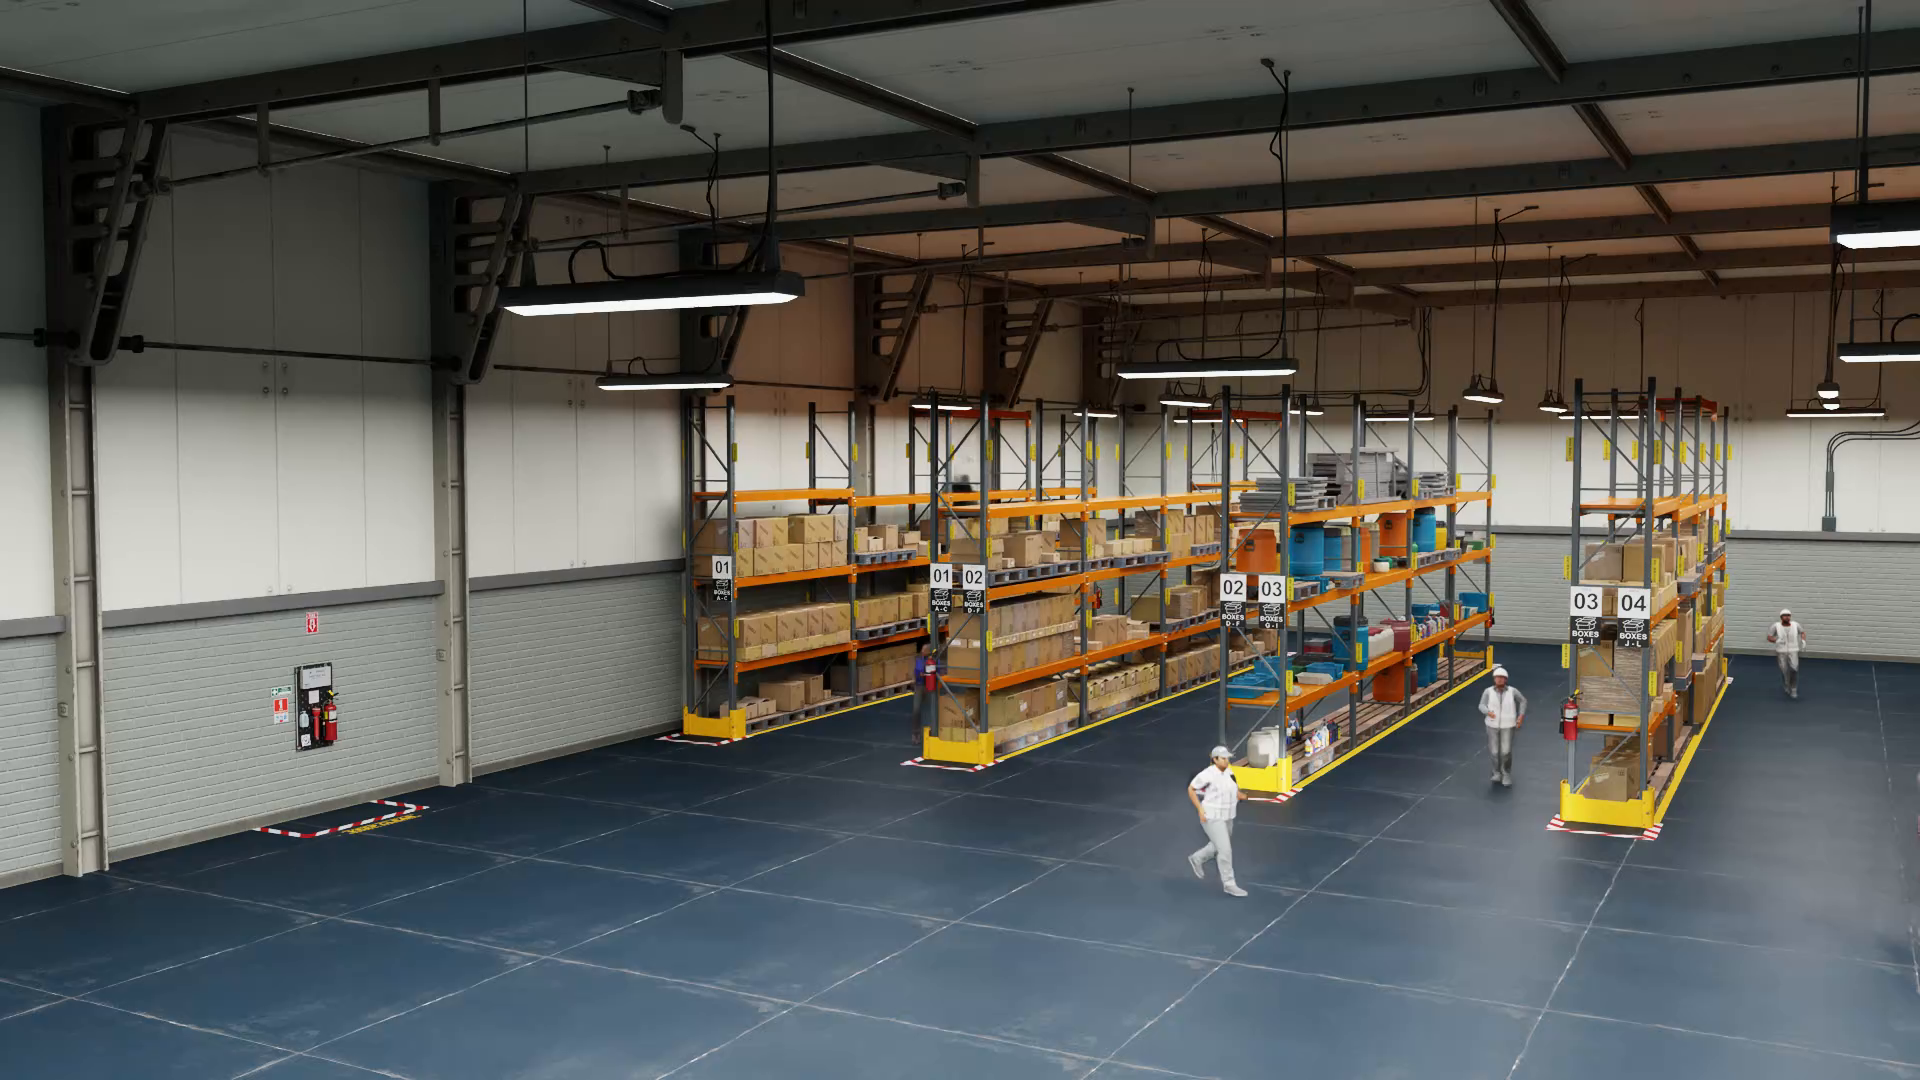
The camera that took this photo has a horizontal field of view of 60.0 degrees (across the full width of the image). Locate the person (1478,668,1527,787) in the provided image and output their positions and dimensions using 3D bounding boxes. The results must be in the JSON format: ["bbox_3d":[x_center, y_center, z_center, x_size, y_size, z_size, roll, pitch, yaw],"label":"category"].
[{"bbox_3d":[8.124,2.817,24.973,0.659,1.801,0.702,1,3,24],"label":"person"}]

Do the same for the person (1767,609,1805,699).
[{"bbox_3d":[16.934,2.335,34.106,0.715,1.841,0.642,1,3,22],"label":"person"}]

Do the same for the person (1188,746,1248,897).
[{"bbox_3d":[2.916,3.159,18.933,0.607,1.650,0.906,-3,4,-42],"label":"person"}]

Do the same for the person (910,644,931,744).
[{"bbox_3d":[-0.598,2.640,28.848,0.562,1.682,0.885,1,3,21],"label":"person"}]
